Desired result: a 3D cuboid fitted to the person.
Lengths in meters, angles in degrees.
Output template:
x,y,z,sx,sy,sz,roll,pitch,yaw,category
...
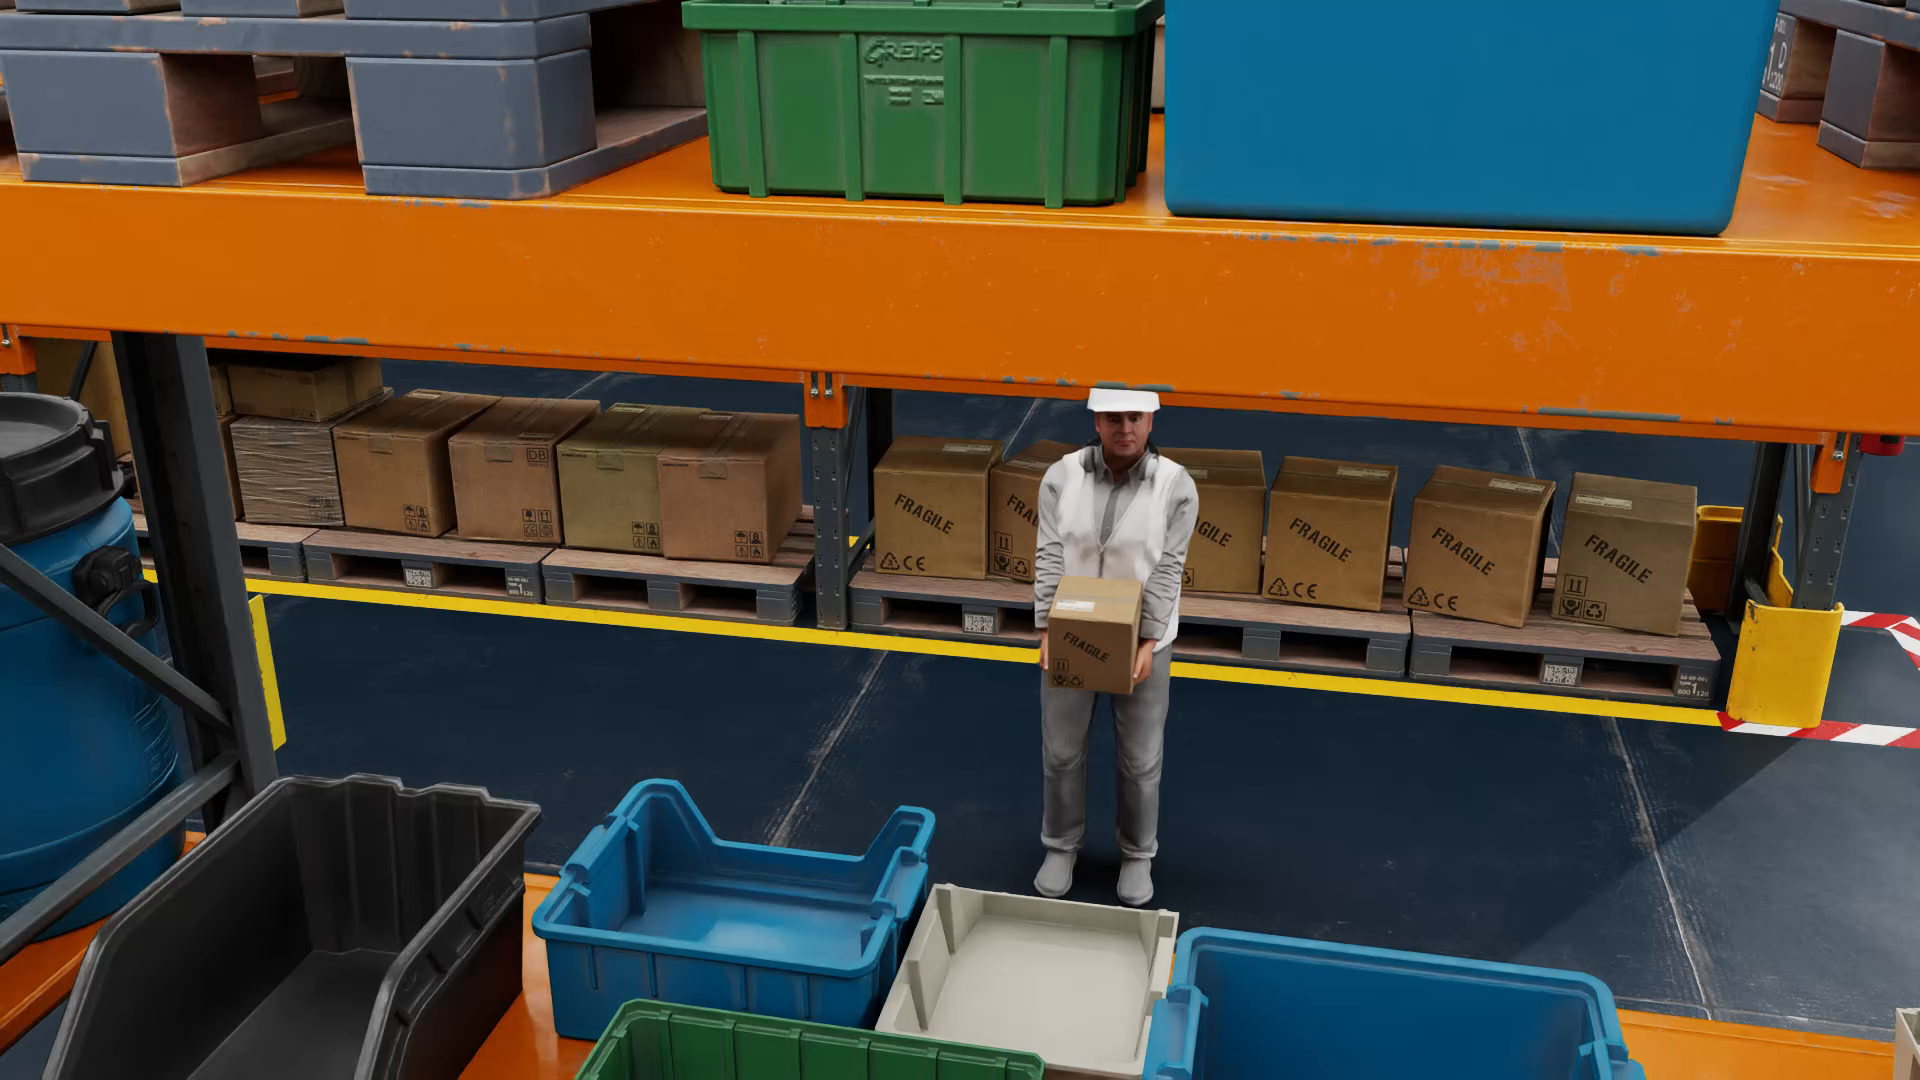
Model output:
x,y,z,sx,sy,sz,roll,pitch,yaw,category
0.464,0.341,5.188,0.495,1.768,0.554,5,22,12,person
